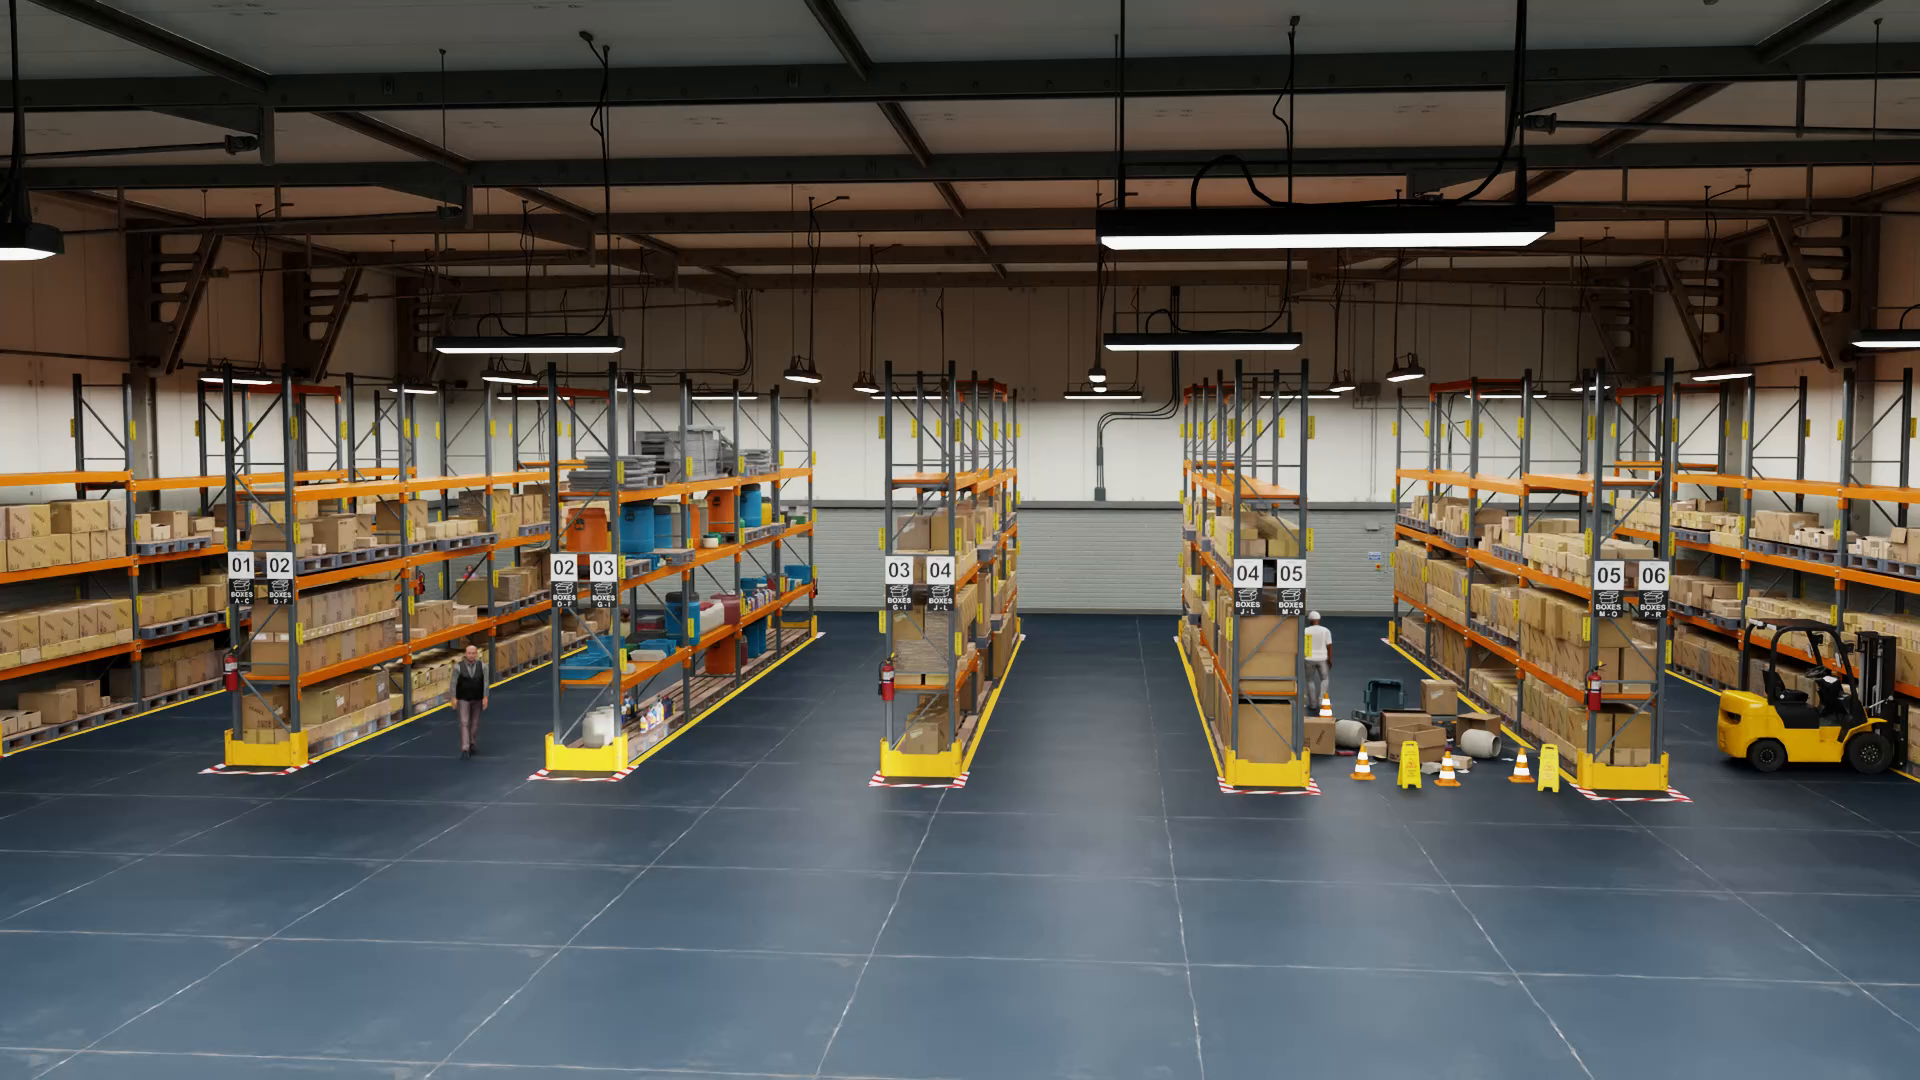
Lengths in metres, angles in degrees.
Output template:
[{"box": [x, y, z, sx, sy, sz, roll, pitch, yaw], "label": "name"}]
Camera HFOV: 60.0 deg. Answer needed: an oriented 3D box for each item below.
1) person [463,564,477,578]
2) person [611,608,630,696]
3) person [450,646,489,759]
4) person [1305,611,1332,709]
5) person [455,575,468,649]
[{"box": [-12.647, 1.406, 42.946, 0.477, 1.507, 0.997, 0, 4, -4], "label": "person"}, {"box": [-6.318, 2.106, 31.216, 0.483, 1.671, 0.463, 0, 4, 5], "label": "person"}, {"box": [-7.515, 2.455, 25.560, 0.561, 1.669, 0.959, -2, 4, -30], "label": "person"}, {"box": [6.393, 2.163, 29.889, 0.594, 1.765, 0.548, 0, 4, 6], "label": "person"}, {"box": [-11.075, 1.657, 37.228, 0.673, 1.725, 1.034, 0, 4, 6], "label": "person"}]
